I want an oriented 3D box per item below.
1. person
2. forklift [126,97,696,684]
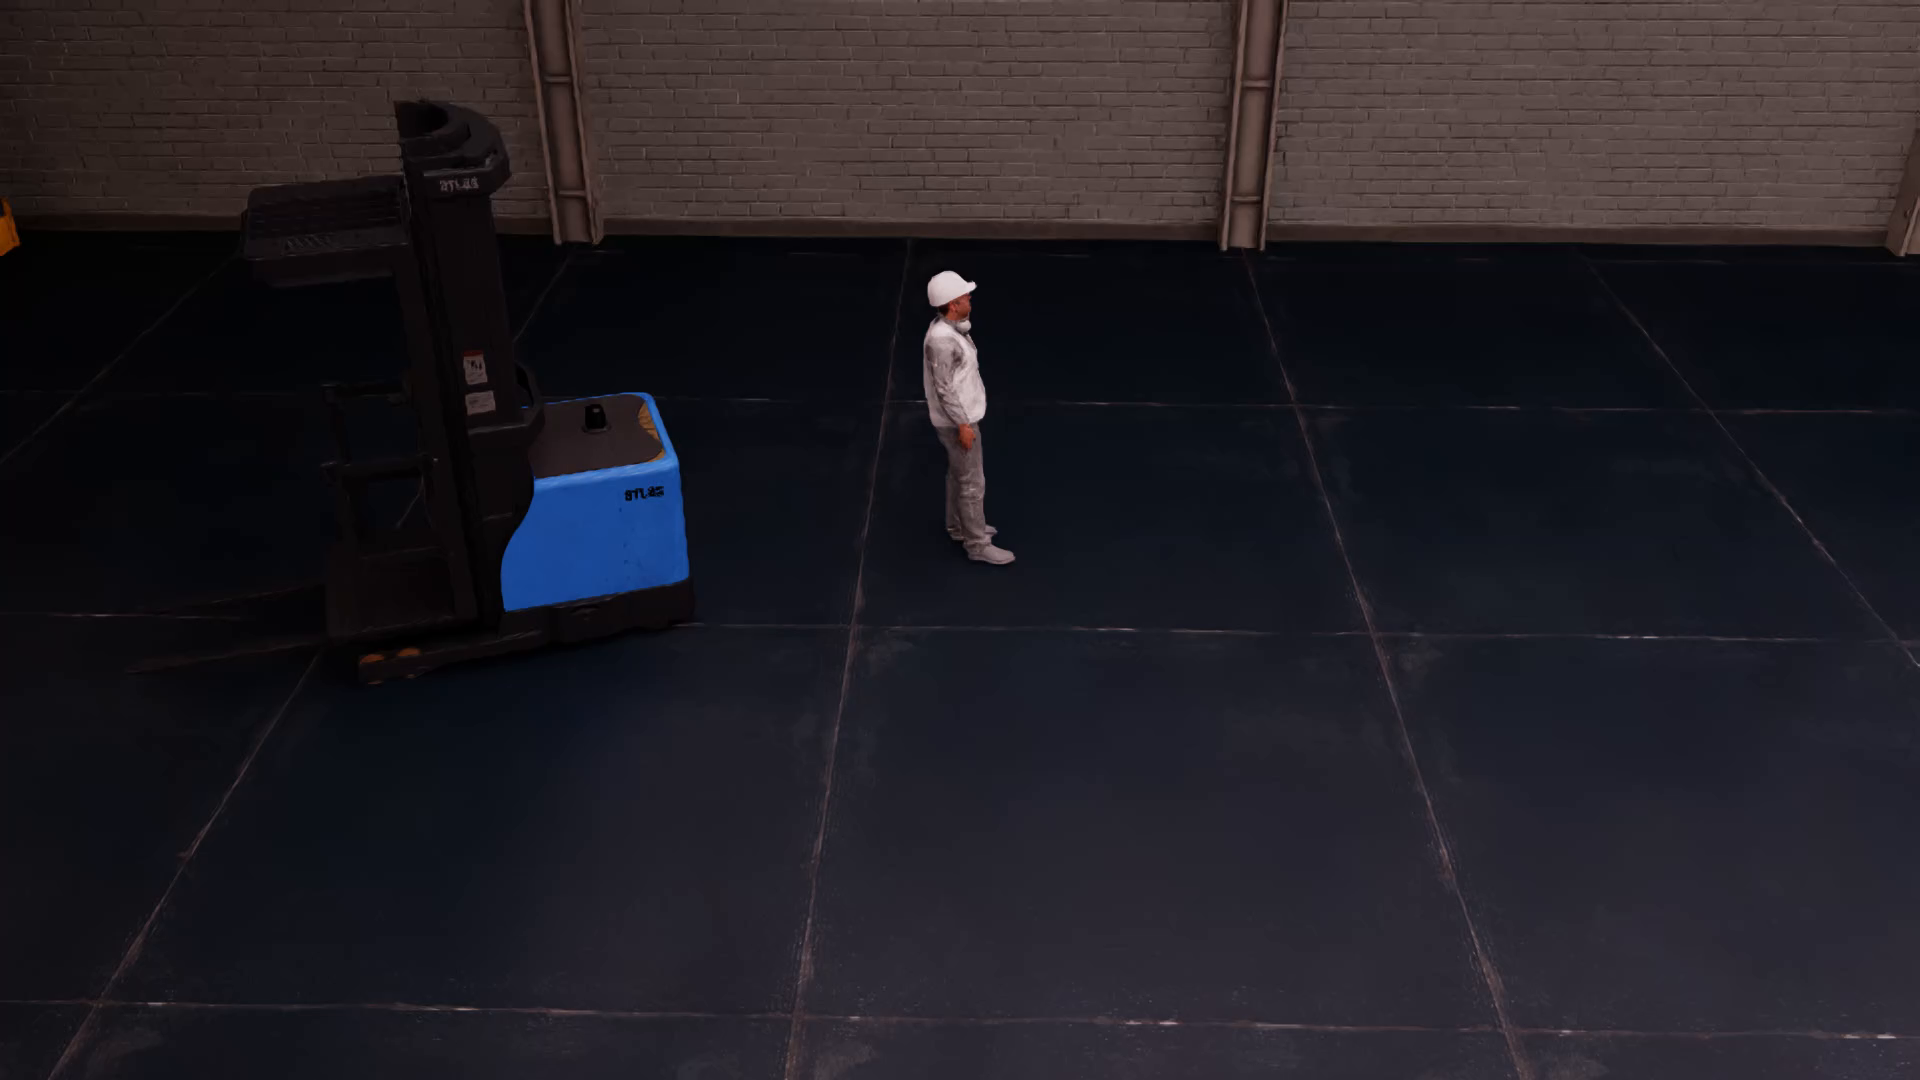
[{"bbox_3d":[0.062,-0.766,10.037,0.567,1.773,0.632,1,31,1],"label":"person"},{"bbox_3d":[-3.114,-0.770,8.919,3.031,2.935,1.130,-10,32,-16],"label":"forklift"}]
